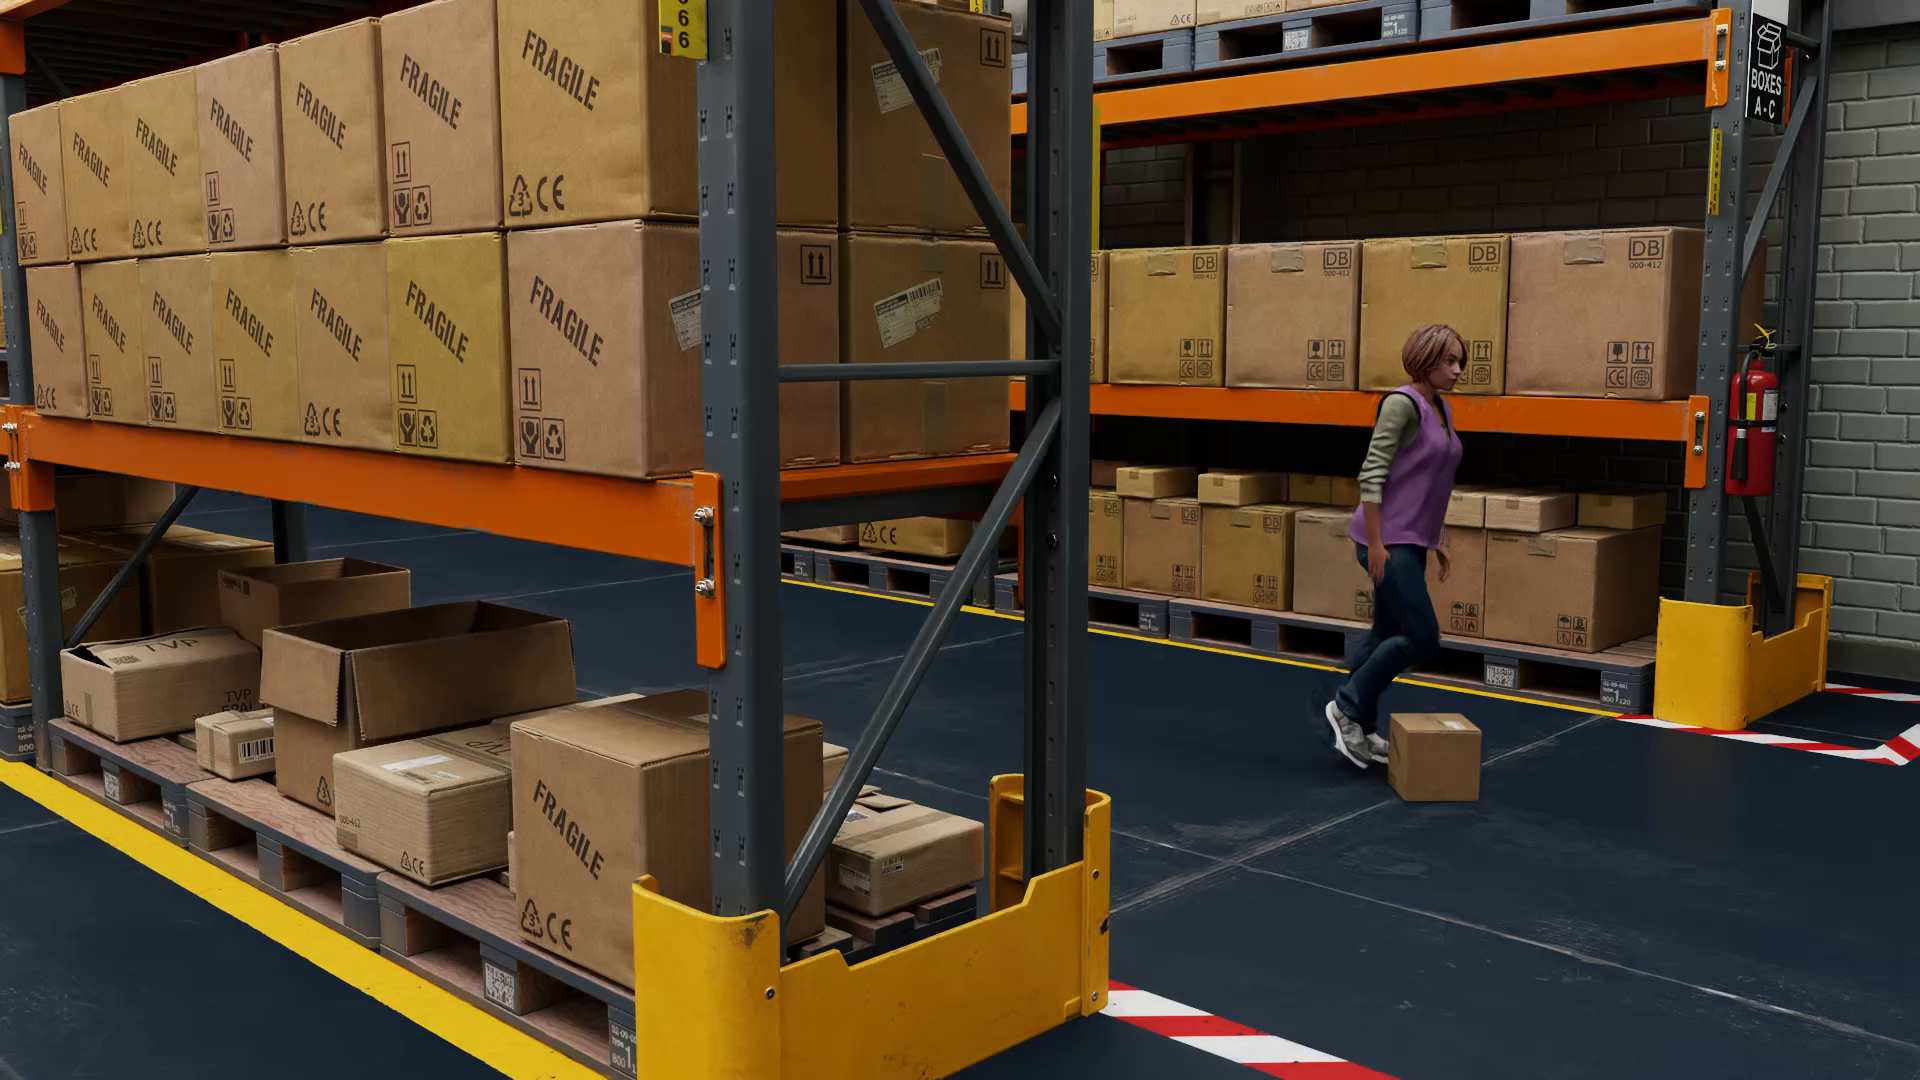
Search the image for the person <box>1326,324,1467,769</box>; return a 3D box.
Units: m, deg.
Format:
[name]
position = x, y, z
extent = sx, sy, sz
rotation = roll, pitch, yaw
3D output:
[person]
position = 1.546, 0.030, 5.921
extent = 0.456, 1.583, 0.450
rotation = 5, 9, 36
